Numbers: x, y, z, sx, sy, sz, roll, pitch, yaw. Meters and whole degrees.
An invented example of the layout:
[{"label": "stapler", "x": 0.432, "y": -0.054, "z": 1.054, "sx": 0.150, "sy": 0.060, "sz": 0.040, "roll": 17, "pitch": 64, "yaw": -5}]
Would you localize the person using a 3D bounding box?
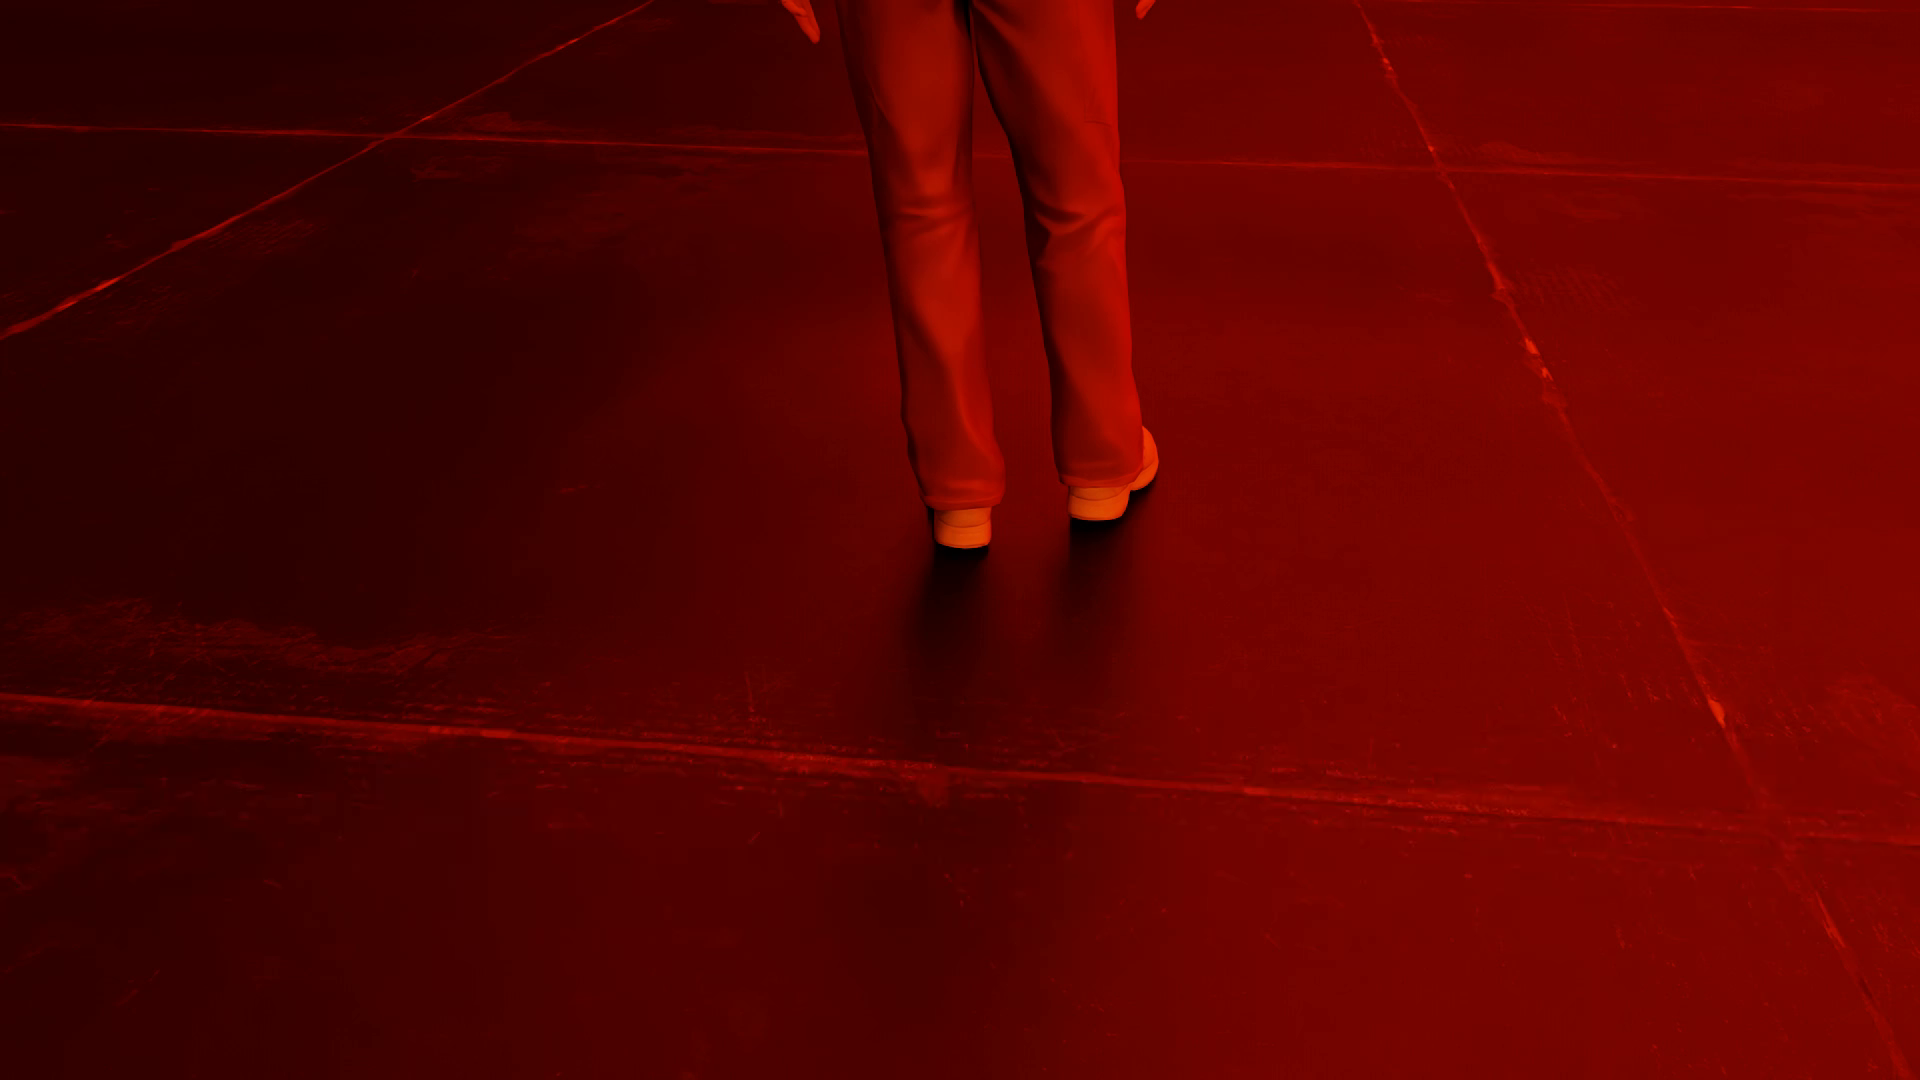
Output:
[{"label": "person", "x": 0.021, "y": -0.789, "z": 2.187, "sx": 0.553, "sy": 1.673, "sz": 0.548, "roll": 3, "pitch": 27, "yaw": 7}]
